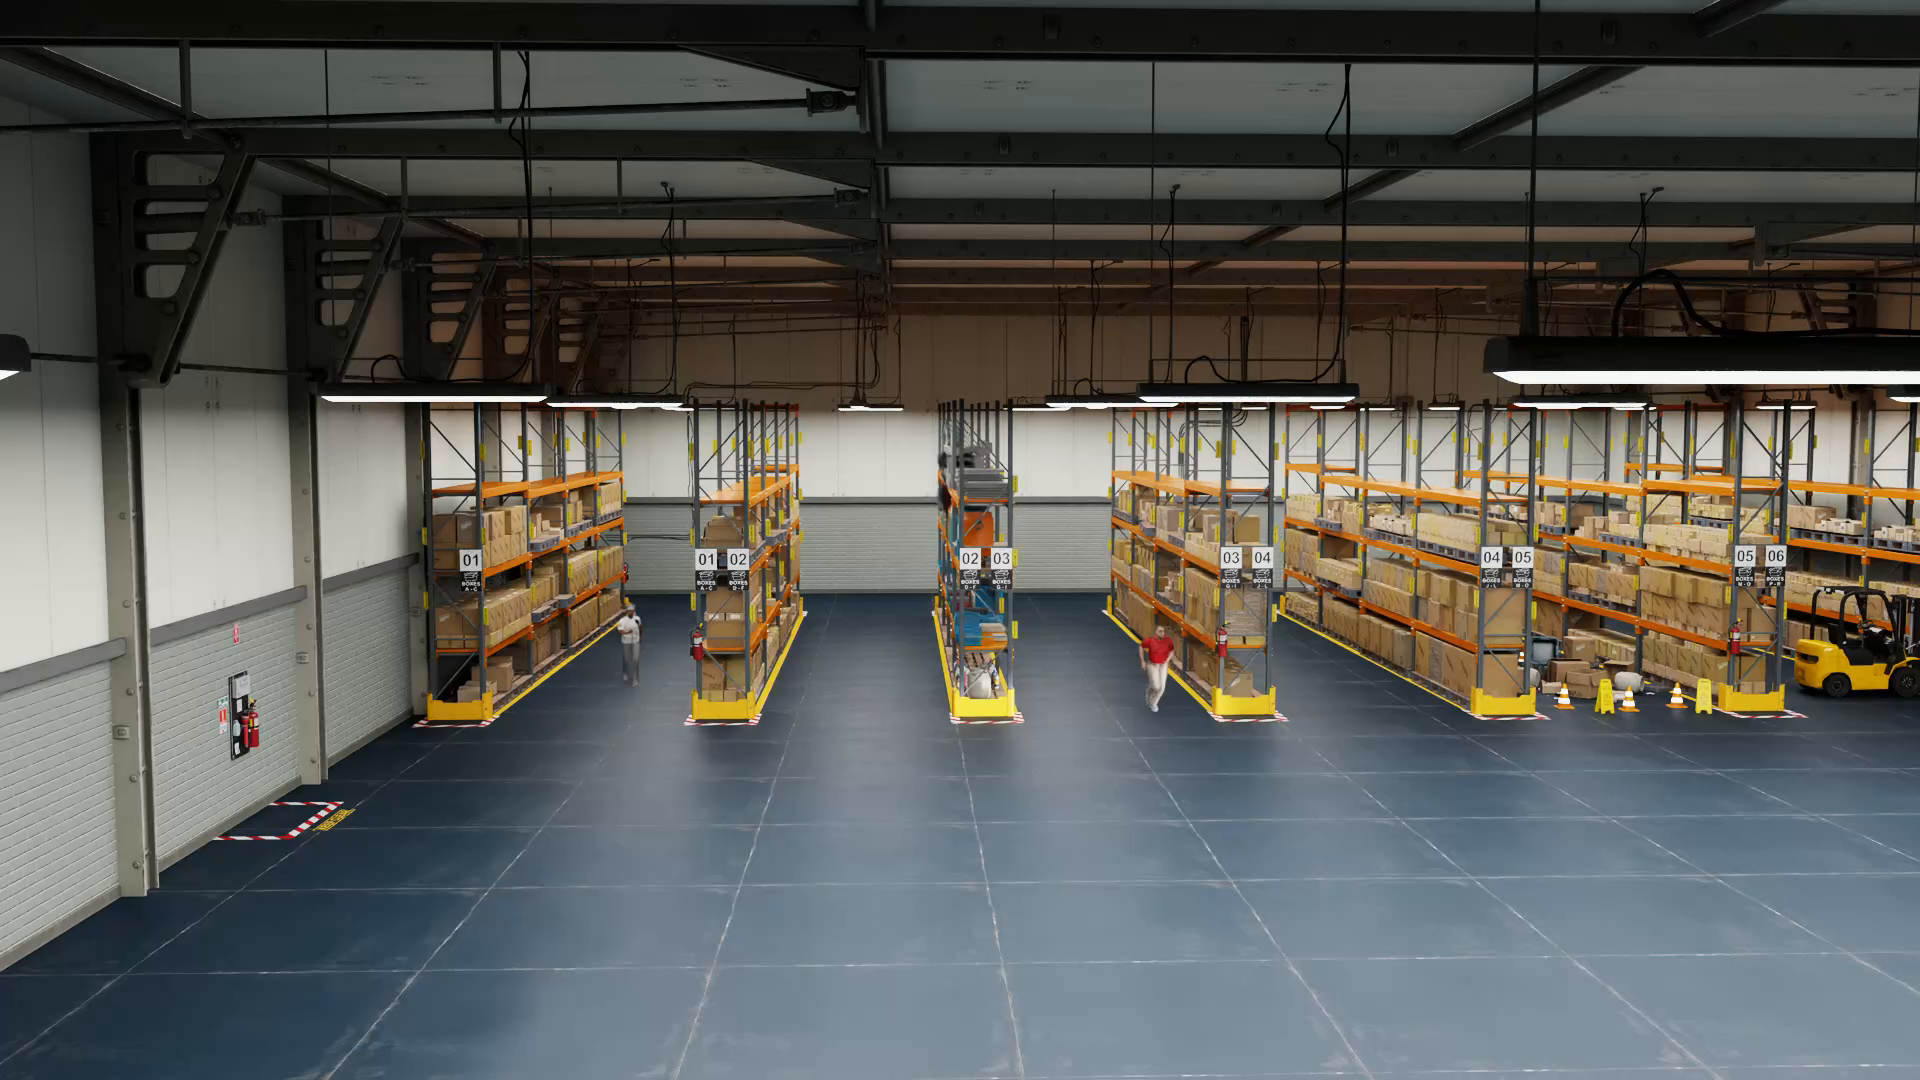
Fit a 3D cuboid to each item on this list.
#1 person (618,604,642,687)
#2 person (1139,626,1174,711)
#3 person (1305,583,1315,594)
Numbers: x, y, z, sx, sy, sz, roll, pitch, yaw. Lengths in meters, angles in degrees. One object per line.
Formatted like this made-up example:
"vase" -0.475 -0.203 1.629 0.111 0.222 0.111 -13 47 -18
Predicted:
"person" -6.962 2.193 35.106 0.557 1.716 0.901 -2 5 -21
"person" 3.816 2.466 31.929 0.637 1.666 0.614 -1 4 -14
"person" 10.394 1.137 48.870 0.863 1.771 0.657 -1 5 -16
